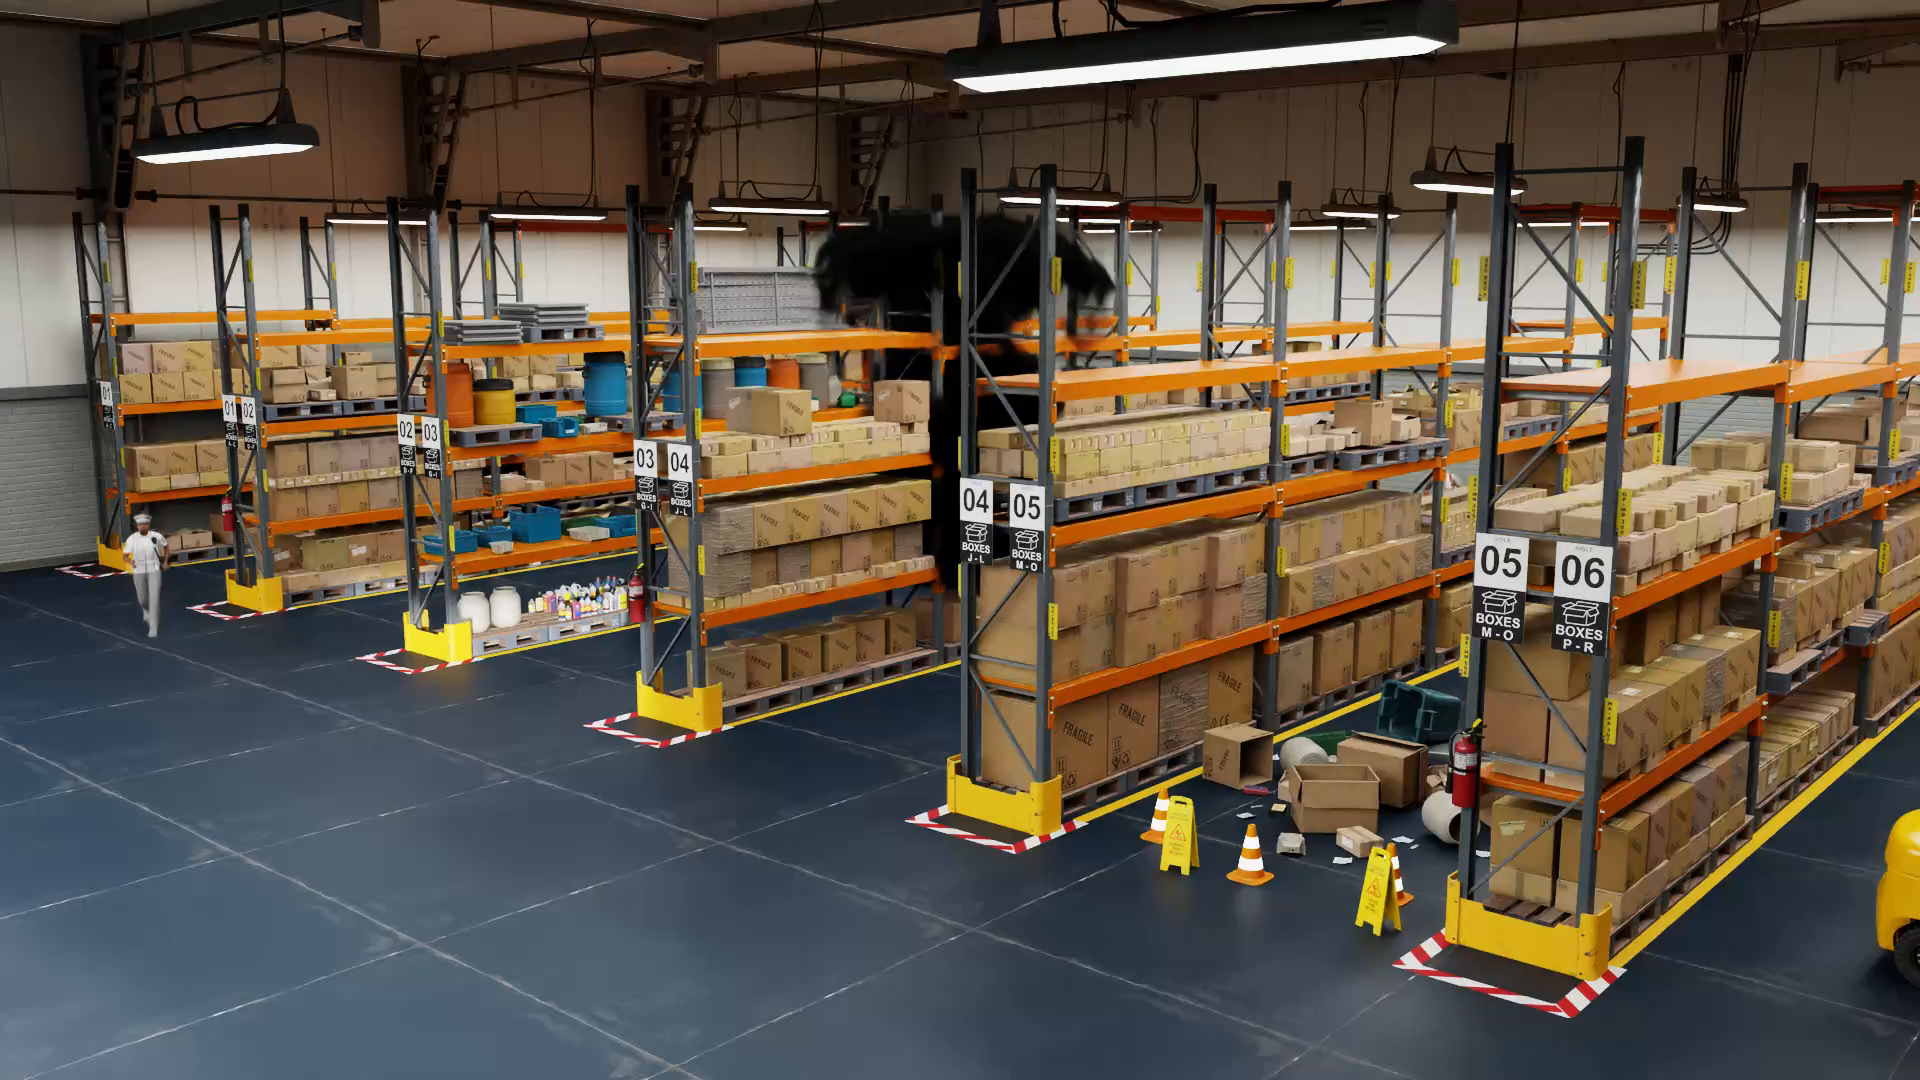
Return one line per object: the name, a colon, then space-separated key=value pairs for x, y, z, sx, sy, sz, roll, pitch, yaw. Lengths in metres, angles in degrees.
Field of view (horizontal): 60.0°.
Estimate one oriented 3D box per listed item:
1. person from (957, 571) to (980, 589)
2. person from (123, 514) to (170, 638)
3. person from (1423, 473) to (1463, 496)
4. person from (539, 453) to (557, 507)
person: x=0.142 y=-0.033 z=24.923 sx=0.546 sy=1.599 sz=0.734 roll=7 pitch=12 yaw=36
person: x=-11.454 y=0.467 z=23.428 sx=0.577 sy=1.715 sz=0.889 roll=-4 pitch=10 yaw=-23
person: x=8.800 y=-0.616 z=30.019 sx=0.786 sy=1.680 sz=0.705 roll=0 pitch=9 yaw=-2
person: x=-7.698 y=-0.798 z=31.007 sx=0.604 sy=1.669 sz=0.893 roll=7 pitch=12 yaw=36
